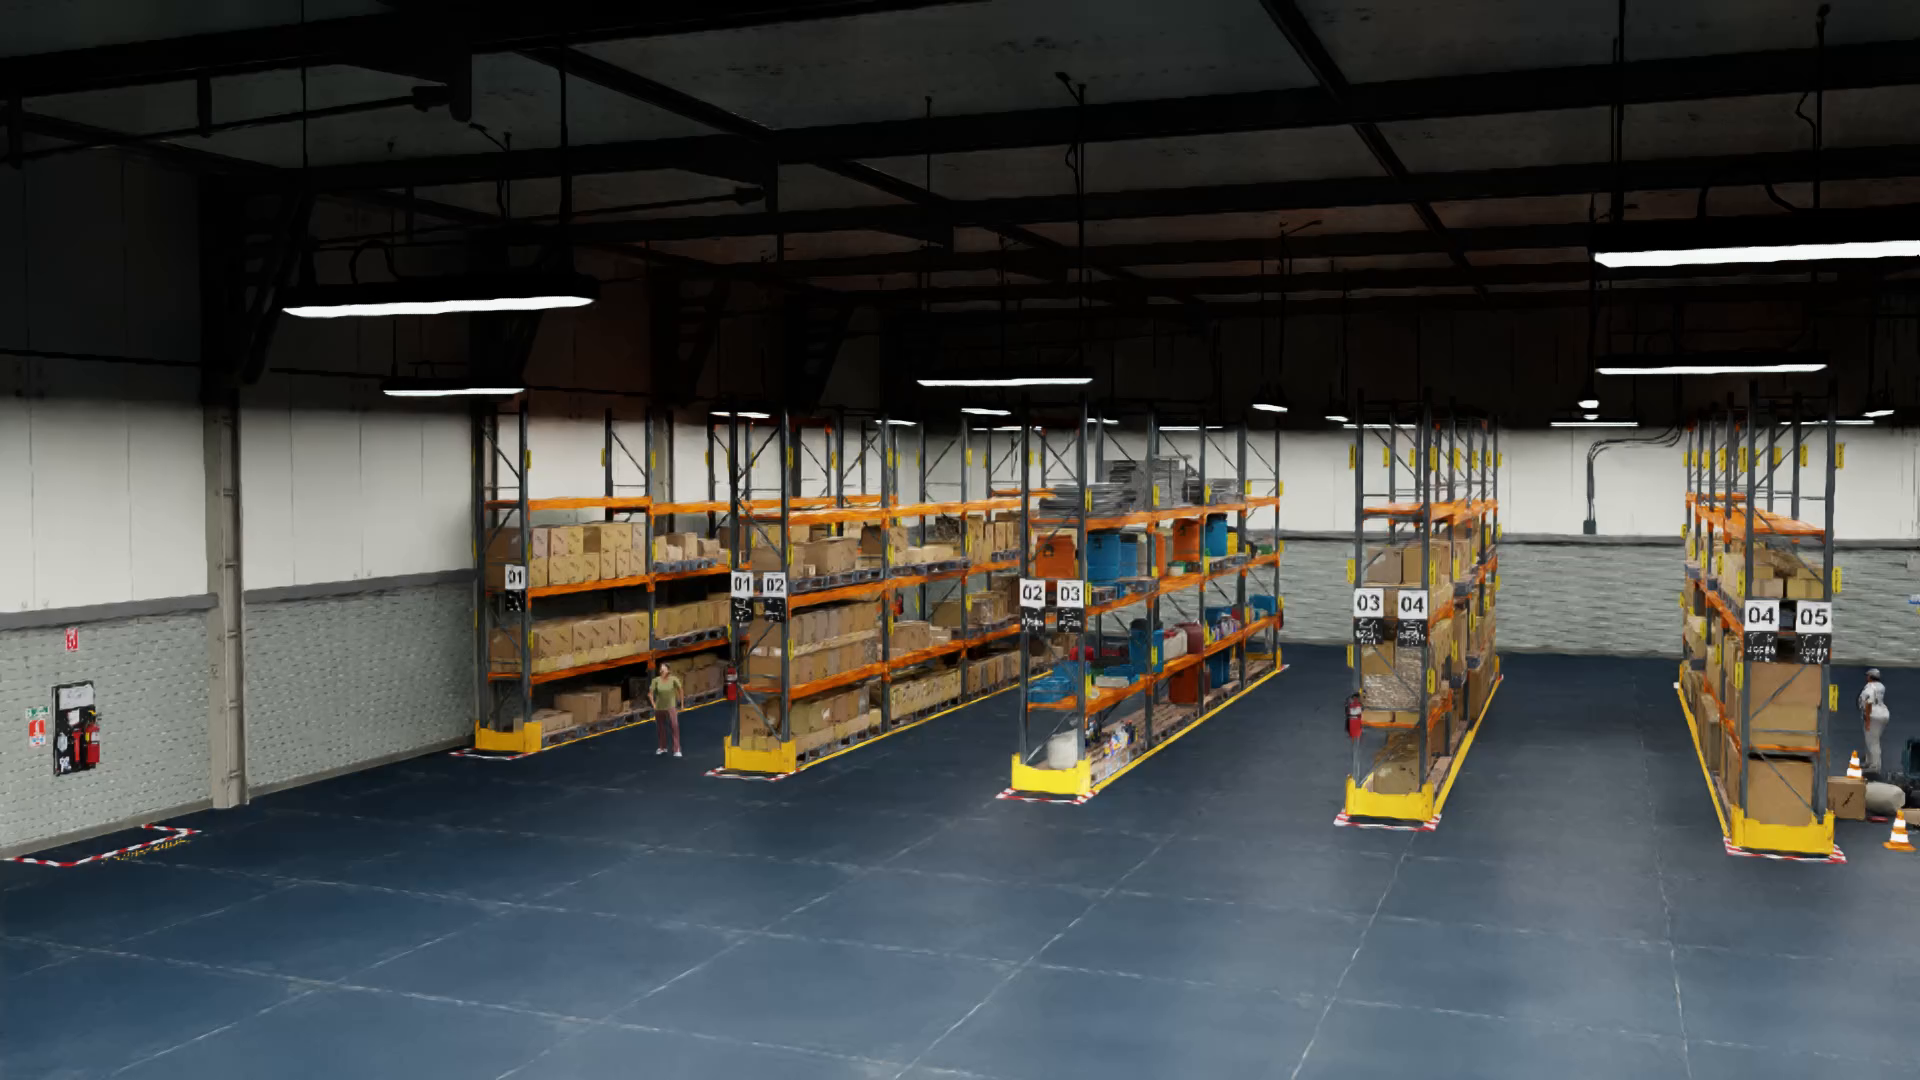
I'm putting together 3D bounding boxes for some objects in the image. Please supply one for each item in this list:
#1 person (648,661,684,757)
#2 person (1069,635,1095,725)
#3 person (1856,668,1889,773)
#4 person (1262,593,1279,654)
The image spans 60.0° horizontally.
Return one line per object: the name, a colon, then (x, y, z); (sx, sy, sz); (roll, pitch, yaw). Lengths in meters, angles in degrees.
person: (-4.922, 2.828, 27.973); (0.620, 1.610, 0.790); (0, 3, 1)
person: (2.273, 2.595, 31.442); (0.653, 1.723, 0.586); (-2, 4, -39)
person: (14.540, 2.873, 26.562); (0.523, 1.659, 0.480); (-2, 4, -38)
person: (7.778, 2.150, 41.663); (0.489, 1.668, 0.530); (-2, 3, -31)
